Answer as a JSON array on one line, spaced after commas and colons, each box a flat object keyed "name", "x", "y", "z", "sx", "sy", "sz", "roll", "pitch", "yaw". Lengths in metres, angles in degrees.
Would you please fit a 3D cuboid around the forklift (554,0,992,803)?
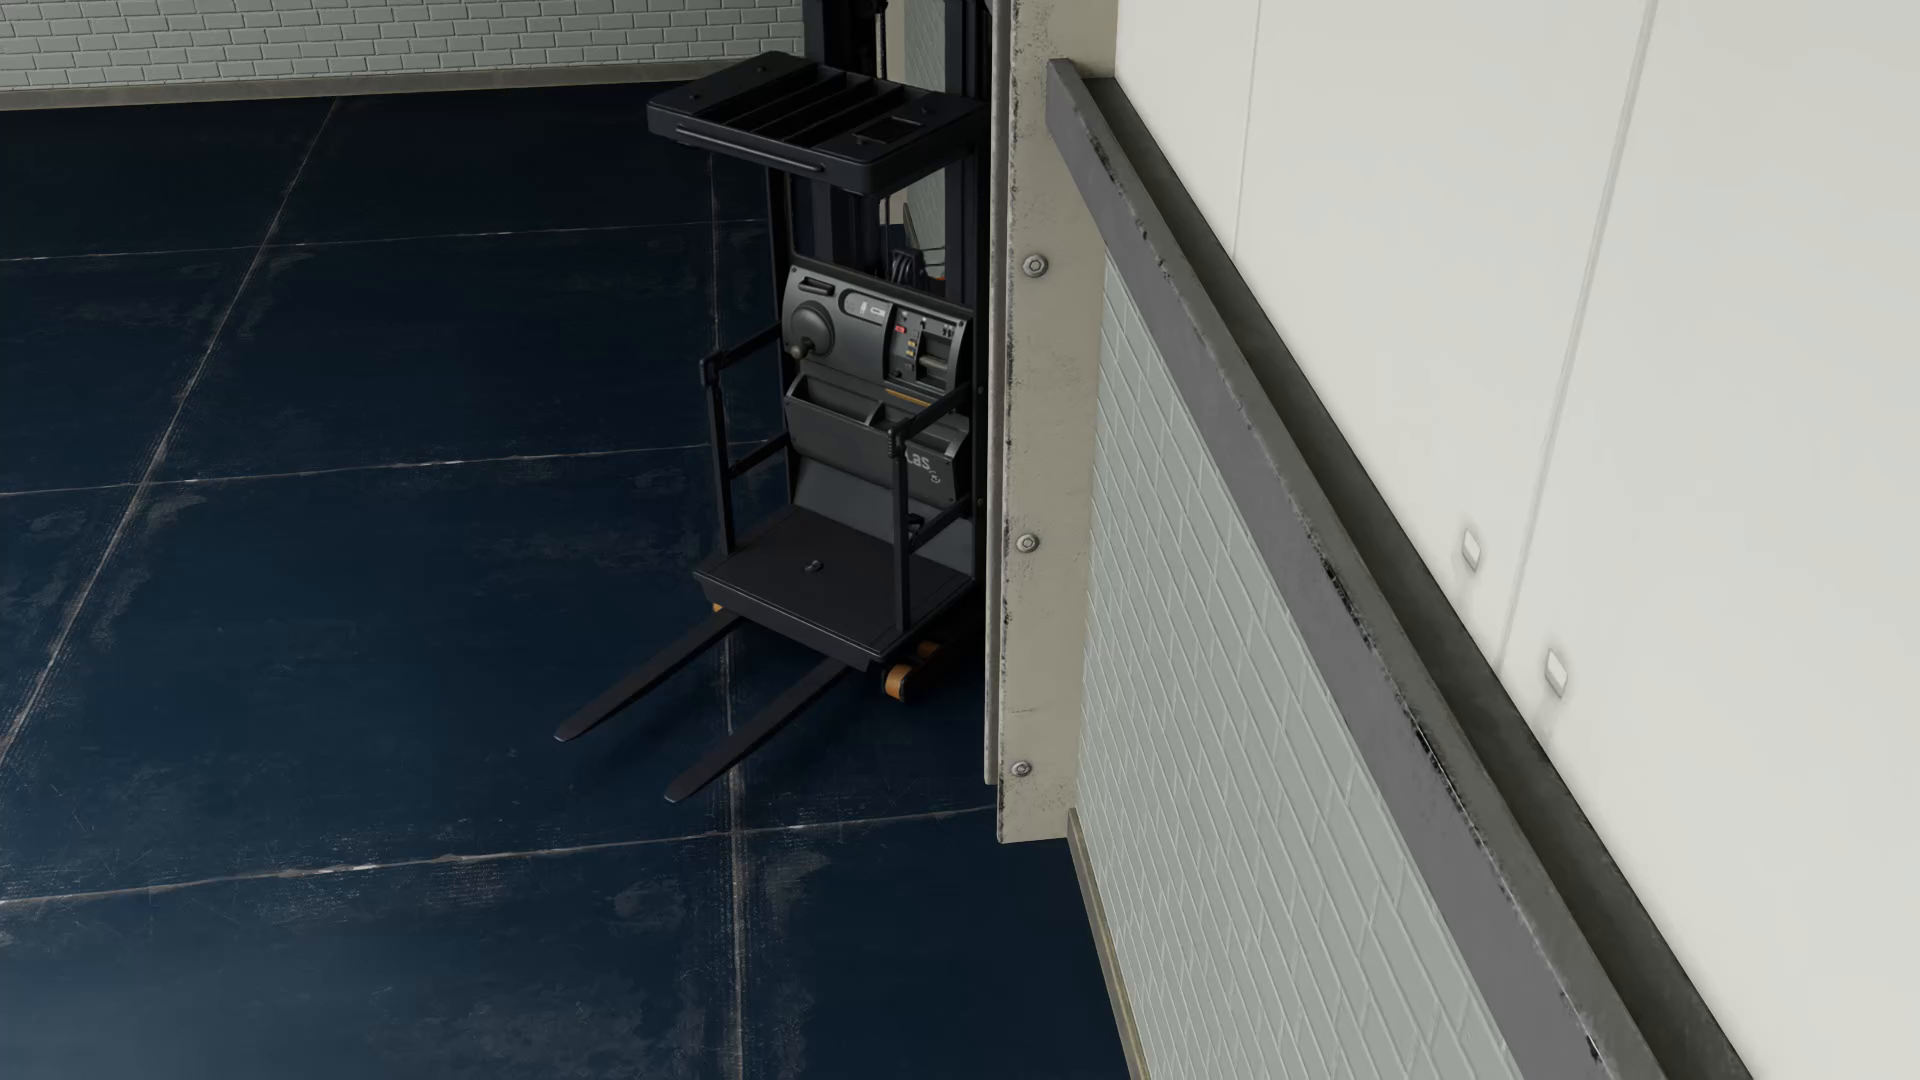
[{"name": "forklift", "x": -0.490, "y": -0.823, "z": 6.855, "sx": 1.130, "sy": 2.935, "sz": 3.031, "roll": 22, "pitch": 40, "yaw": 29}]

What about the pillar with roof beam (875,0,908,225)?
[{"name": "pillar with roof beam", "x": -4.795, "y": -5.675, "z": 8.587, "sx": 9.100, "sy": 9.000, "sz": 0.400, "roll": -4, "pitch": 35, "yaw": -6}]

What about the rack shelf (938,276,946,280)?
[{"name": "rack shelf", "x": -0.132, "y": -1.258, "z": 8.469, "sx": 0.258, "sy": 0.103, "sz": 0.180, "roll": -7, "pitch": 35, "yaw": -10}]

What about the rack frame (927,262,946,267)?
[{"name": "rack frame", "x": -0.113, "y": -0.948, "z": 8.575, "sx": 0.240, "sy": 1.200, "sz": 0.006, "roll": -7, "pitch": 35, "yaw": -10}]

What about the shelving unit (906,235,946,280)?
[{"name": "shelving unit", "x": -0.133, "y": -0.999, "z": 8.649, "sx": 0.258, "sy": 1.200, "sz": 0.189, "roll": -7, "pitch": 35, "yaw": -10}]

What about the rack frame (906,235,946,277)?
[{"name": "rack frame", "x": -0.153, "y": -1.050, "z": 8.722, "sx": 0.240, "sy": 1.200, "sz": 0.006, "roll": -7, "pitch": 35, "yaw": -10}]

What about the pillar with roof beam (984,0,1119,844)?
[{"name": "pillar with roof beam", "x": -3.988, "y": -2.327, "z": 3.674, "sx": 9.100, "sy": 9.000, "sz": 0.400, "roll": -4, "pitch": 35, "yaw": -6}]
